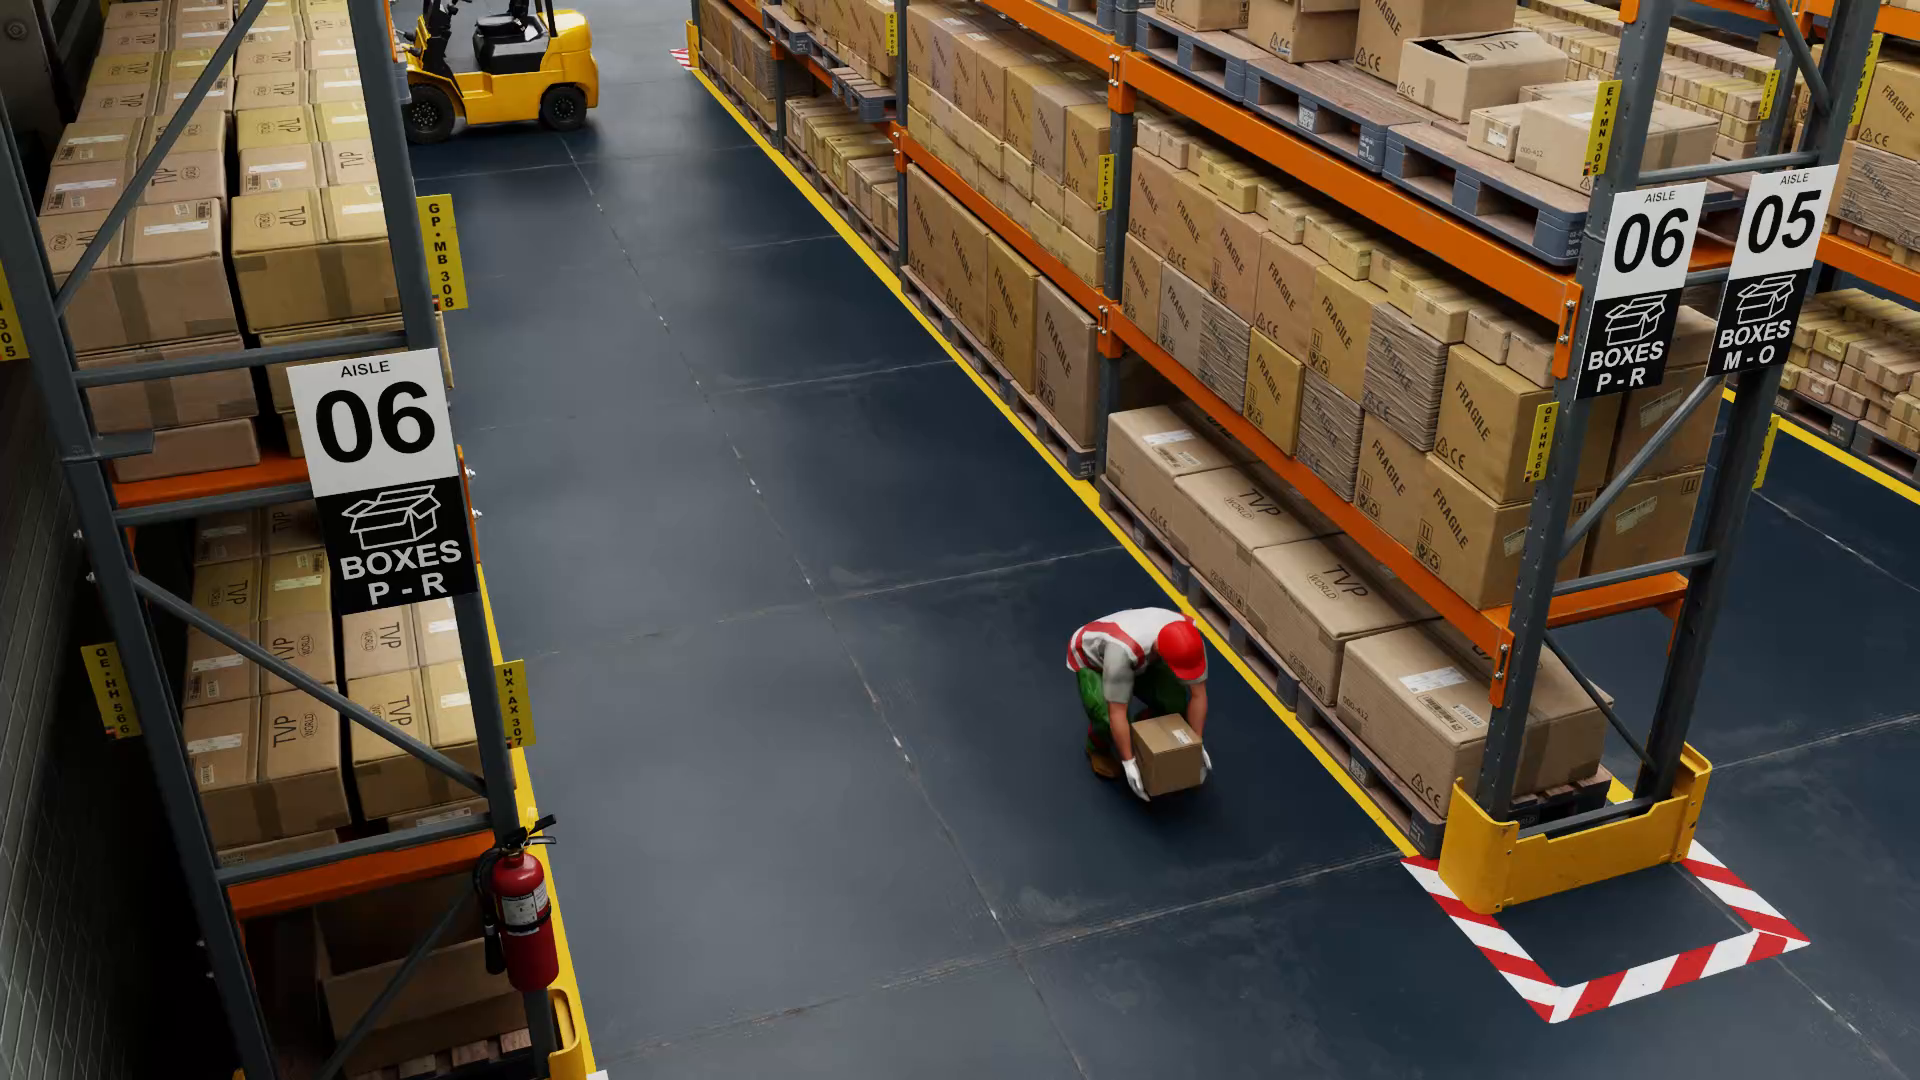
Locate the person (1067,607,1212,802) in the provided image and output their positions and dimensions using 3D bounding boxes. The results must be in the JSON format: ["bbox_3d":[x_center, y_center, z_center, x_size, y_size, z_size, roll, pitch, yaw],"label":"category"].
[{"bbox_3d":[0.863,0.682,7.928,0.567,0.998,0.884,-11,31,-18],"label":"person"}]
